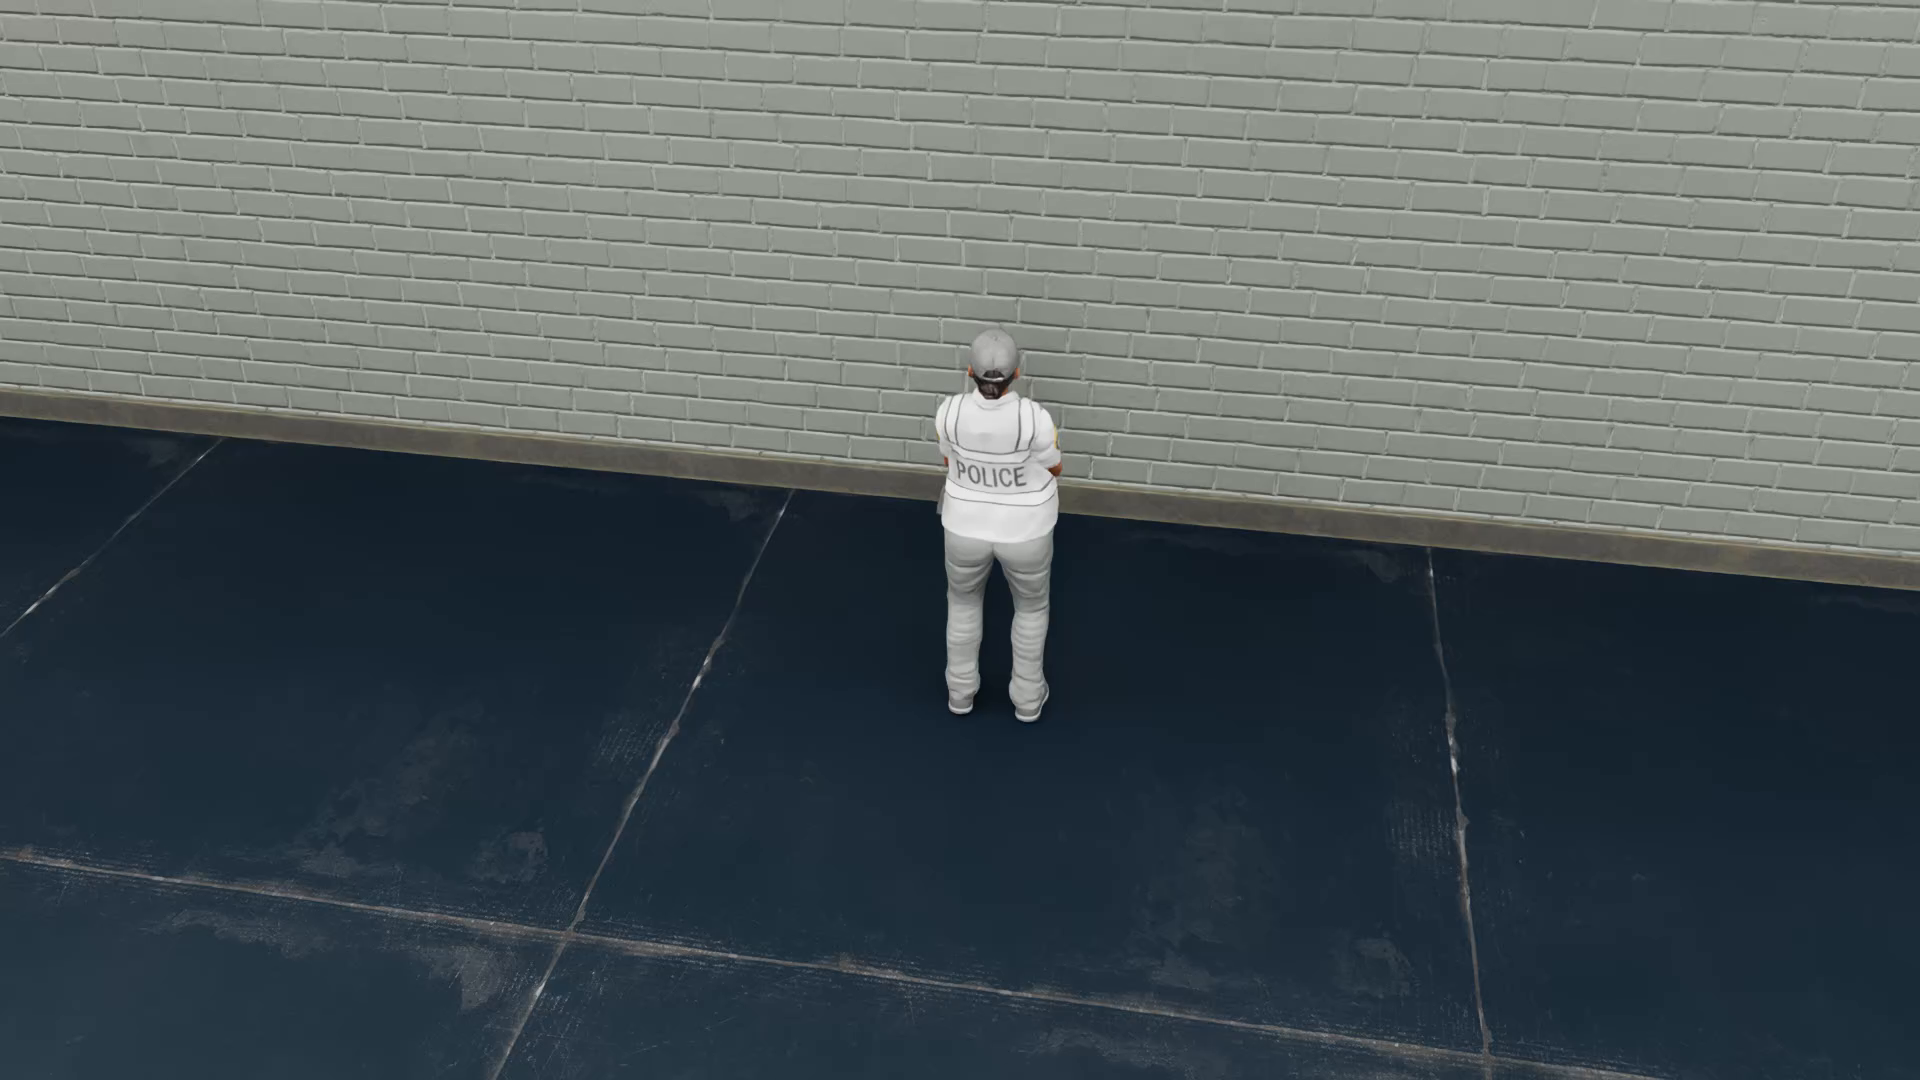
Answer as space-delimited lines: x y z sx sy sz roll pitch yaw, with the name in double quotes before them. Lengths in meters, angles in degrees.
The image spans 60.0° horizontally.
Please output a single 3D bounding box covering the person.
"person" 0.154 -0.084 6.277 0.455 1.657 0.541 6 33 9
